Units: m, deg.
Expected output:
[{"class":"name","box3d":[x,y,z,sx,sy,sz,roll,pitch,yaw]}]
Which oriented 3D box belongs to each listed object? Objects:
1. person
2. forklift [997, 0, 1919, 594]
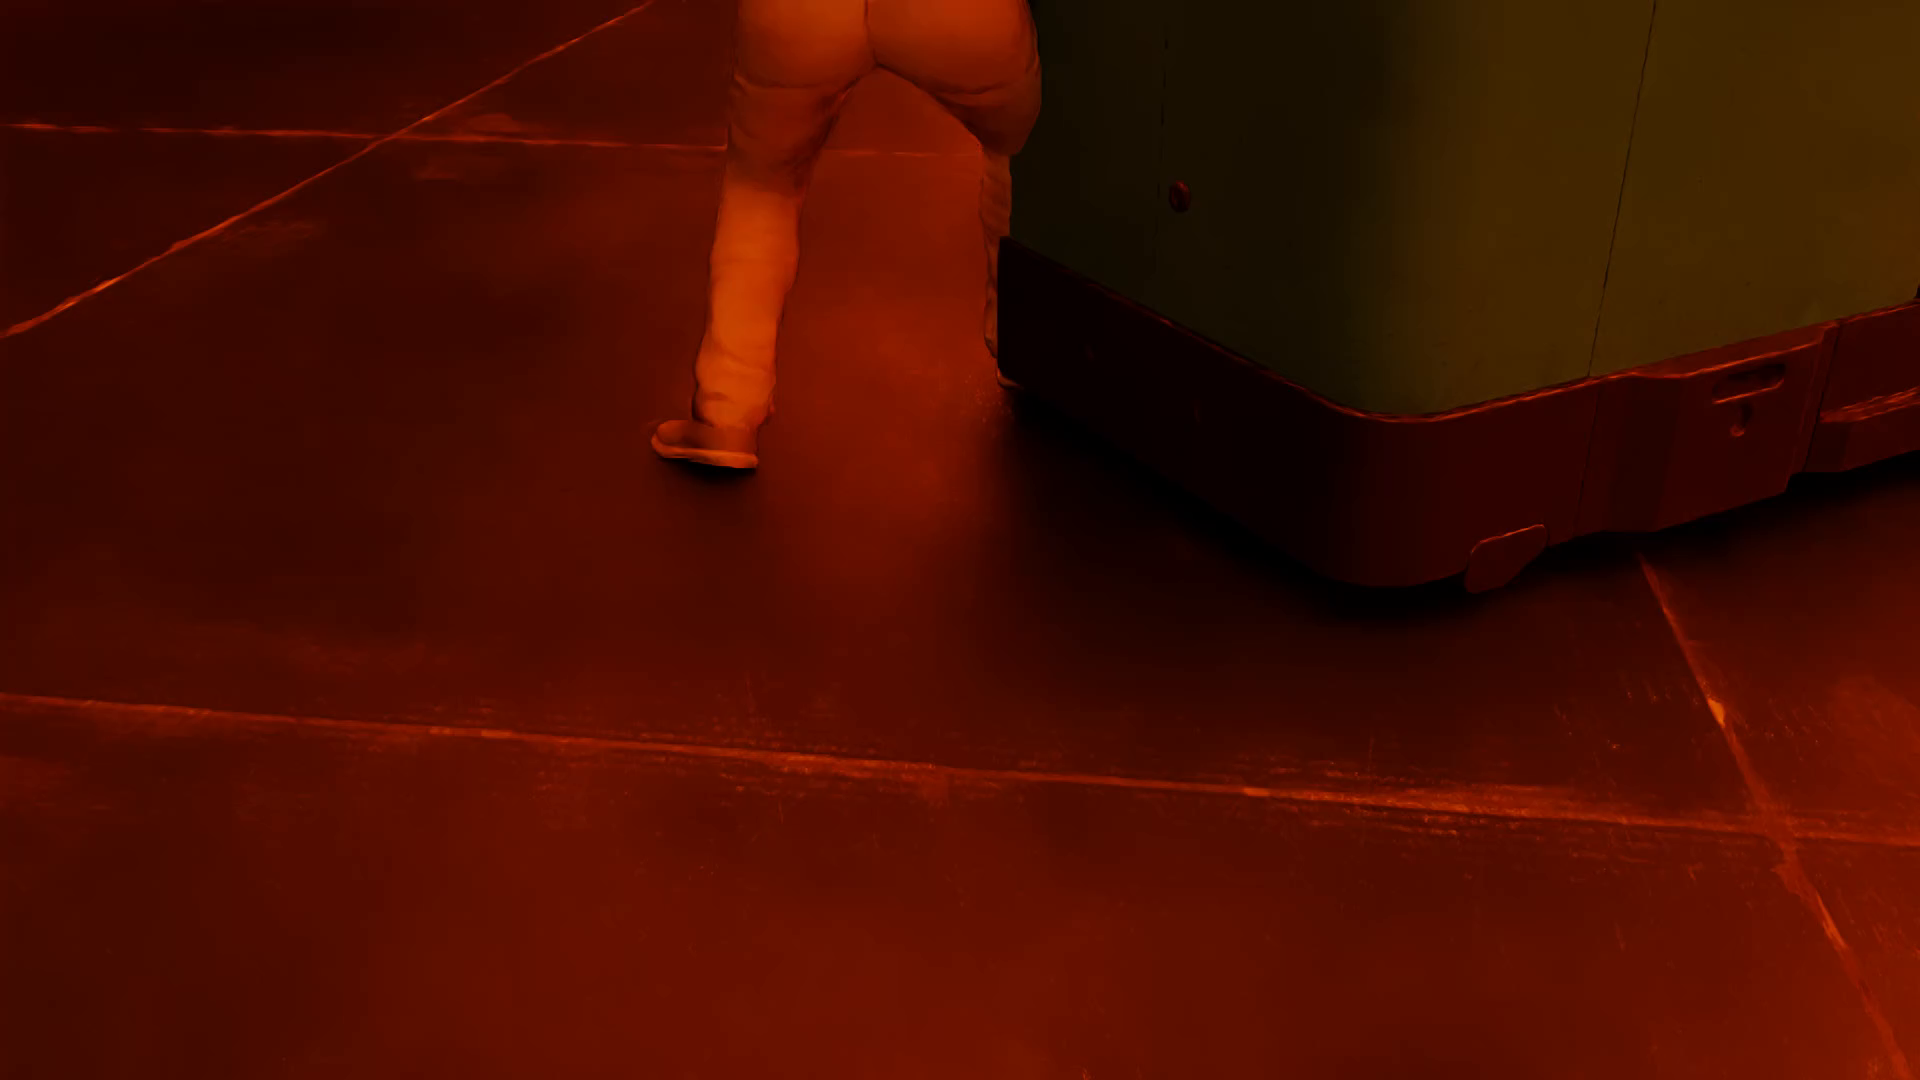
[{"class":"person","box3d":[-0.124,-0.915,2.652,0.764,1.594,0.775,4,27,7]},{"class":"forklift","box3d":[1.611,-1.693,2.611,3.031,2.935,1.130,-14,30,-25]}]
